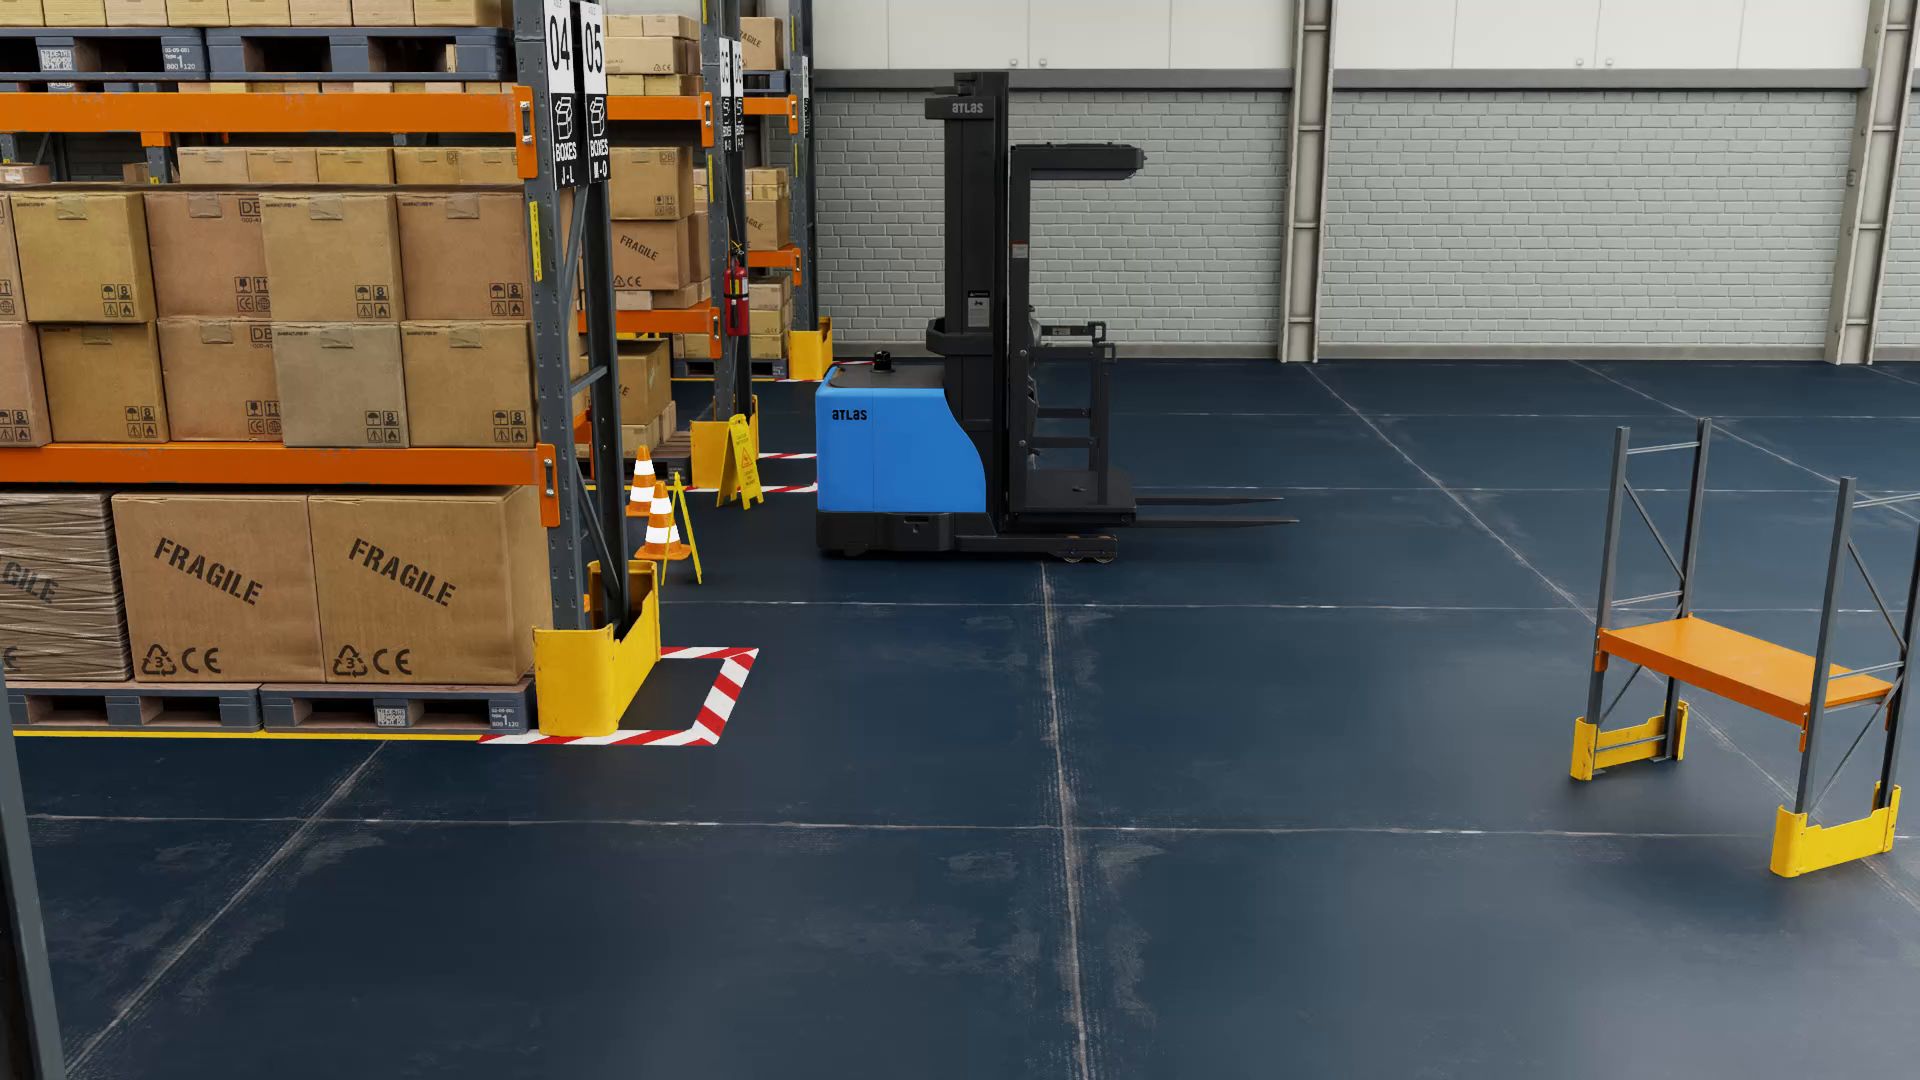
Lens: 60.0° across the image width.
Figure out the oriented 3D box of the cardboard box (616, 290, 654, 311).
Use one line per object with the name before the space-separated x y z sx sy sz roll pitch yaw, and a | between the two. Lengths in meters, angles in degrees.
cardboard box | -2.358 -1.777 12.187 0.250 0.149 0.380 0 15 1

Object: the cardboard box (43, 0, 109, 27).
cardboard box | -3.613 -2.220 6.968 0.250 0.149 0.380 1 15 2

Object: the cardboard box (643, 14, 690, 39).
cardboard box | -2.068 -3.618 11.724 0.250 0.149 0.380 1 15 2

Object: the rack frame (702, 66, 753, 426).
rack frame | -1.722 -1.977 12.454 0.127 3.000 1.000 0 15 1

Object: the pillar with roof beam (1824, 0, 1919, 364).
pillar with roof beam | 9.614 -5.202 12.917 0.400 9.000 9.100 0 15 1

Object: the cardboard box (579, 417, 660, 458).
cardboard box | -2.561 -0.787 12.511 0.500 0.250 0.500 0 15 1

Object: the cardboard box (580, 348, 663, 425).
cardboard box | -2.530 -1.152 12.423 0.500 0.500 0.500 0 15 2

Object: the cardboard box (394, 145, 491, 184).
cardboard box | -3.752 -2.621 12.156 0.500 0.500 0.700 0 15 1

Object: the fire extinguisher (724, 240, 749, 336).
fire extinguisher | -1.619 -1.821 12.015 0.183 0.674 0.296 0 15 1

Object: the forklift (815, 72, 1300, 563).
forklift | 0.624 -1.414 10.452 3.031 2.935 1.130 0 15 1

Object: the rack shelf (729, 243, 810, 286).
rack shelf | -3.598 -2.908 17.393 4.000 0.370 1.077 0 15 1

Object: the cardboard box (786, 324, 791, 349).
cardboard box | -2.085 -2.170 17.750 0.500 0.250 0.500 0 15 2

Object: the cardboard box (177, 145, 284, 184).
cardboard box | -5.287 -2.621 12.154 0.500 0.500 0.700 0 15 1

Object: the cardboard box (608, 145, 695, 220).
cardboard box | -2.238 -2.600 12.077 0.500 0.500 0.700 0 15 0

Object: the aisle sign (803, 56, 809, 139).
aisle sign | -1.541 -4.425 16.634 0.004 0.787 0.394 0 15 1

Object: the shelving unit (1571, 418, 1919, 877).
shelving unit | 3.079 0.364 6.521 0.587 1.500 1.083 -7 16 -24

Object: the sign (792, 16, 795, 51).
sign | -1.627 -4.945 16.242 0.005 0.325 0.100 0 15 1

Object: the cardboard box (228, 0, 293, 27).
cardboard box | -2.850 -2.215 6.950 0.250 0.149 0.380 1 15 2

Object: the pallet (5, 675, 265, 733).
pallet | -3.765 0.640 7.999 1.213 0.211 1.003 0 15 1

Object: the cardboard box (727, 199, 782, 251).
cardboard box | -2.098 -3.227 16.997 0.500 0.500 0.500 0 15 0

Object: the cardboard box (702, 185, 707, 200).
cardboard box | -2.467 -3.547 16.937 0.250 0.149 0.380 1 15 2

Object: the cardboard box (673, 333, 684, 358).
cardboard box | -3.074 -2.050 17.297 0.500 0.250 0.500 1 15 2

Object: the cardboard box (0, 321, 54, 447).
cardboard box | -4.290 -0.782 7.630 0.550 0.550 0.875 0 15 1

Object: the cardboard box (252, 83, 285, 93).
cardboard box | -4.905 -3.278 11.997 0.250 0.149 0.380 0 15 1

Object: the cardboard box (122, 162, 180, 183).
cardboard box | -6.182 -2.805 12.719 0.250 0.149 0.380 0 15 1

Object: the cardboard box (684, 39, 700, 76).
cardboard box | -2.218 -3.570 12.322 0.500 0.250 0.500 0 15 0

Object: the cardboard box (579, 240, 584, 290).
cardboard box | -2.772 -2.107 12.167 0.500 0.500 0.500 0 15 2

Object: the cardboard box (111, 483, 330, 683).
cardboard box | -3.307 0.118 7.856 0.875 0.875 0.875 0 15 1

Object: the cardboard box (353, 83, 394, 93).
cardboard box | -4.129 -3.237 11.840 0.250 0.149 0.380 0 15 0

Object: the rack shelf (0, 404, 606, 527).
rack shelf | -3.747 -0.379 7.808 4.000 0.370 1.077 0 15 1

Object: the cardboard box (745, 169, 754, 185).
cardboard box | -2.210 -3.691 16.899 0.250 0.149 0.380 0 15 2

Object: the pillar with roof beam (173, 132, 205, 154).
pillar with roof beam | -8.380 -5.319 13.362 0.400 9.000 9.100 0 15 1

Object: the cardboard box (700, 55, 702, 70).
cardboard box | -2.435 -4.751 16.562 0.250 0.149 0.380 0 15 0

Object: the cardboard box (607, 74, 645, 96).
cardboard box | -2.335 -3.230 11.816 0.250 0.149 0.380 0 15 2

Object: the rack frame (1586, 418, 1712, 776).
rack frame | 2.868 0.248 6.958 0.500 1.500 0.032 -7 16 -24

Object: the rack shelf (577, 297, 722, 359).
rack shelf | -3.721 -1.642 12.595 4.000 0.370 1.077 0 15 1

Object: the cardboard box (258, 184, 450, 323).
cardboard box | -2.670 -1.301 7.481 0.550 0.550 0.875 0 15 1

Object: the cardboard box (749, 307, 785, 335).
cardboard box | -2.094 -2.282 17.195 0.500 0.250 0.500 0 15 1

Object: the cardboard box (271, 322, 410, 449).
cardboard box | -2.670 -0.775 7.605 0.550 0.550 0.875 0 15 1

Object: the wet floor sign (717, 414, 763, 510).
wet floor sign | -1.560 -0.565 11.715 0.232 0.644 0.267 6 16 21

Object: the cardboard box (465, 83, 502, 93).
cardboard box | -3.365 -3.252 11.900 0.250 0.149 0.380 0 15 0

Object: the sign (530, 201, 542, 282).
sign | -1.775 -1.250 6.964 0.005 0.325 0.100 0 15 1

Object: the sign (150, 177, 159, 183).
sign | -5.731 -2.421 11.868 0.005 0.325 0.100 0 15 1

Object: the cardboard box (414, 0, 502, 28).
cardboard box | -2.089 -2.210 6.930 0.250 0.149 0.380 0 15 1

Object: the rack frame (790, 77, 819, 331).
rack frame | -1.599 -3.243 17.252 0.127 3.000 1.000 0 15 1

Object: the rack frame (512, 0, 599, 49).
rack frame | -1.748 -3.615 6.901 0.127 3.000 1.000 0 15 1

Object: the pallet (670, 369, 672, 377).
pallet | -3.581 -1.898 17.618 1.213 0.211 1.003 0 15 1

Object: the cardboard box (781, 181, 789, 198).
cardboard box | -1.932 -3.673 17.415 0.250 0.149 0.380 0 15 0

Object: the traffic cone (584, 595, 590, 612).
traffic cone | -2.242 0.147 9.376 0.334 0.463 0.336 0 15 1

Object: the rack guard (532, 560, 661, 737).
rack guard | -1.724 0.495 7.985 0.348 0.500 1.175 0 15 1

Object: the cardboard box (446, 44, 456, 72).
cardboard box | -3.767 -3.442 11.836 0.500 0.250 0.500 1 15 2

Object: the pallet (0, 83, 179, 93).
pallet | -6.335 -3.394 12.312 1.003 0.211 1.213 0 15 1

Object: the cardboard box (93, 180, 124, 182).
cardboard box | -9.002 -3.733 17.643 0.250 0.149 0.380 1 15 3

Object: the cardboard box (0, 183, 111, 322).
cardboard box | -4.289 -1.311 7.518 0.550 0.550 0.875 0 15 1

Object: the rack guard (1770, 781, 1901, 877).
rack guard | 3.290 1.083 6.244 0.587 0.250 0.087 -7 16 -24
